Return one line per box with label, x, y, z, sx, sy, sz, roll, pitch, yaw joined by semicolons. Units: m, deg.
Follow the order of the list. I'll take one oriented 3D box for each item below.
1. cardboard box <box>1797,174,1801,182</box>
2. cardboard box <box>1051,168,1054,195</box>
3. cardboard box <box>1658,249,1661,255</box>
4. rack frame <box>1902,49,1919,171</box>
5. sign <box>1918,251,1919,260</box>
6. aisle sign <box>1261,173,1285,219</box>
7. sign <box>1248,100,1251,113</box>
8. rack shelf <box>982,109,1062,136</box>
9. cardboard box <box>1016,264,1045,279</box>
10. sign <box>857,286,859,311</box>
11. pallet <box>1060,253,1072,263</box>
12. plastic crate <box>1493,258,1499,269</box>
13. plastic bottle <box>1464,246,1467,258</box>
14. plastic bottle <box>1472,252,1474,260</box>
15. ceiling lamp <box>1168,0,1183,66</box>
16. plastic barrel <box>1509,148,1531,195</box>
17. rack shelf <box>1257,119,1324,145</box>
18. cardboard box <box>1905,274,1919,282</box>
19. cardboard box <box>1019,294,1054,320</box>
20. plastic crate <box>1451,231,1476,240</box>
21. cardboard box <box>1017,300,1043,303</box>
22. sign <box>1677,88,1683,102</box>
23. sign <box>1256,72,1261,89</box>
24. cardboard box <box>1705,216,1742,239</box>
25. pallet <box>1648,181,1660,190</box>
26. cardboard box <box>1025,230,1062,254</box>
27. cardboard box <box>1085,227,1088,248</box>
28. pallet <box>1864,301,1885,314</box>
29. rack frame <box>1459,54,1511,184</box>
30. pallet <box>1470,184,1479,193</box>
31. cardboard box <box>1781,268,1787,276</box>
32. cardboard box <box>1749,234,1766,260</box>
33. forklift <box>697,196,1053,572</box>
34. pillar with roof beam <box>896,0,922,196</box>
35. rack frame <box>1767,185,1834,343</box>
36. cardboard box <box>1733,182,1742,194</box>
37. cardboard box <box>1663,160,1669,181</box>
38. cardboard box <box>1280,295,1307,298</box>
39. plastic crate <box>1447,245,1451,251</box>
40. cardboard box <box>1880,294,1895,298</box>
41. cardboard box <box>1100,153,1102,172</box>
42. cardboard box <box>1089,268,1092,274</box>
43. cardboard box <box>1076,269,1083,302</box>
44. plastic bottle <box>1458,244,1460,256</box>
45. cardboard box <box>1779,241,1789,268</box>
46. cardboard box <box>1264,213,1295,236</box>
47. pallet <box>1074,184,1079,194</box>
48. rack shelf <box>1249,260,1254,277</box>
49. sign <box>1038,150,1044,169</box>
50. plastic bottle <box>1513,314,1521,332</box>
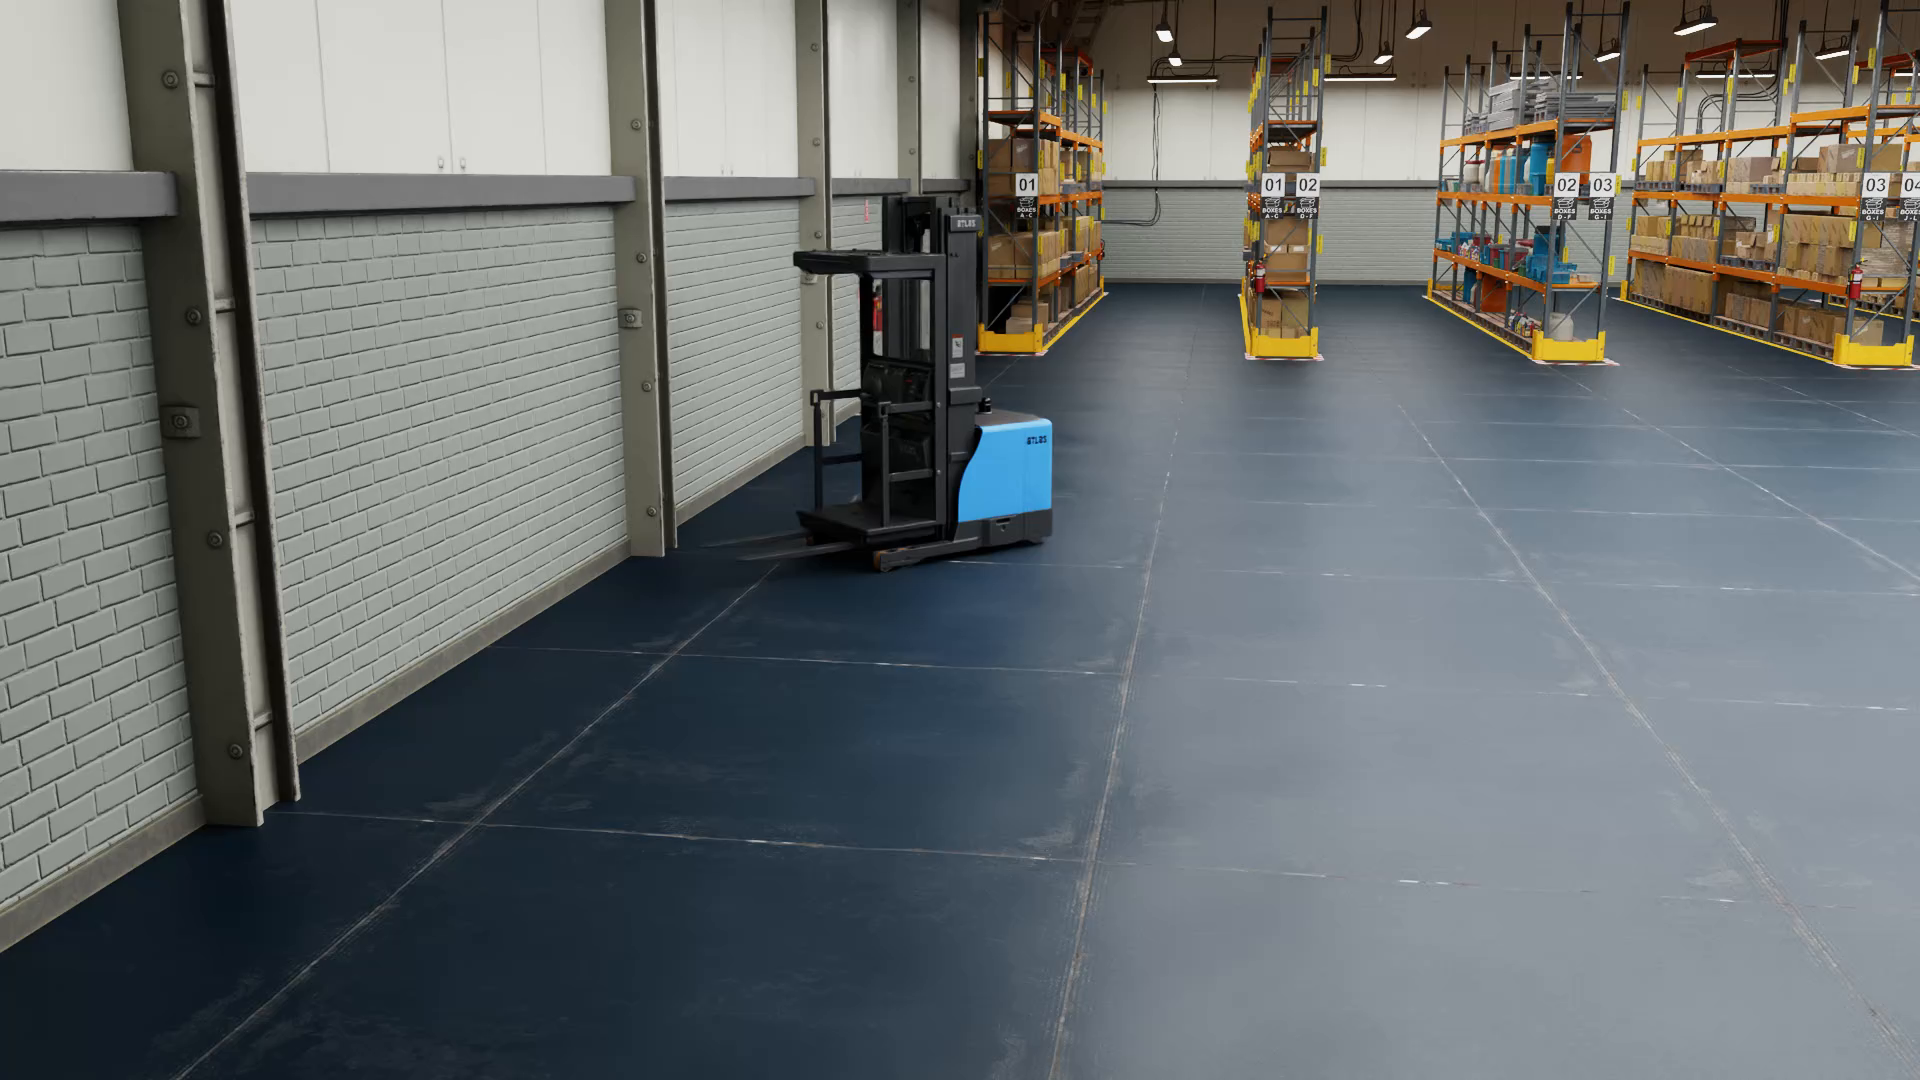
cardboard box;15.886;-6.770;31.079;0.380;0.149;0.250;1;12;6
cardboard box;1.559;-6.970;32.309;0.500;0.500;0.500;1;12;6
cardboard box;17.246;-7.021;40.550;0.380;0.149;0.250;2;12;8
rack frame;22.330;-9.714;38.208;1.000;3.000;0.127;2;12;9
sign;16.135;-4.871;27.920;0.100;0.325;0.005;2;12;9
aisle sign;5.511;-6.054;29.292;0.394;0.787;0.004;2;12;9
sign;7.735;-11.563;44.383;0.100;0.325;0.005;2;12;9
rack shelf;1.223;-7.942;31.702;1.077;0.370;4.000;2;12;9
cardboard box;1.304;-4.974;30.764;0.500;0.250;0.500;2;12;7
sign;-1.359;-3.264;22.434;0.001;0.329;0.234;2;12;9
pallet;1.882;-6.105;36.156;1.003;0.211;1.213;2;12;9
plastic crate;11.309;-5.726;34.448;0.450;0.188;0.662;2;12;9
plastic bottle;11.960;-6.786;39.157;0.152;0.276;0.135;2;12;9
plastic bottle;11.737;-6.485;37.936;0.097;0.201;0.097;0;12;0
ceiling lamp;5.405;-12.966;39.443;0.800;3.185;2.000;2;12;9
plastic barrel;11.184;-7.283;32.856;0.600;0.901;0.708;2;12;9
rack shelf;6.118;-7.589;31.003;1.077;0.370;4.000;2;12;9
cardboard box;21.955;-5.986;38.306;0.500;0.250;0.500;1;12;6
cardboard box;1.627;-4.926;35.121;0.700;0.500;0.500;2;12;11
plastic crate;13.298;-7.927;43.930;0.616;0.435;0.499;2;12;9
cardboard box;1.411;-4.555;33.399;0.500;0.500;0.500;1;12;4
sign;16.900;-10.453;39.044;0.100;0.325;0.005;2;12;9
sign;5.888;-9.063;32.780;0.100;0.325;0.005;2;12;9
cardboard box;17.060;-6.957;37.036;0.797;0.503;0.637;2;12;10
pallet;17.770;-8.809;41.341;1.003;0.211;1.213;2;12;9
cardboard box;1.806;-6.402;35.799;0.700;0.500;0.500;4;13;16
cardboard box;2.870;-7.438;40.896;0.500;0.500;0.500;2;12;9
pallet;22.398;-5.559;39.788;1.003;0.211;1.213;2;12;9
rack frame;12.550;-10.056;39.796;1.000;3.000;0.127;2;12;9
pallet;12.355;-8.095;38.264;1.003;0.211;1.213;2;12;9
cardboard box;15.832;-5.088;31.581;0.380;0.149;0.250;2;12;9
cardboard box;16.389;-5.917;33.589;0.797;0.503;0.637;3;13;14
forklift;-0.684;-1.304;13.588;3.031;2.935;1.130;-9;15;-36
pillar with roof beam;3.499;-6.665;24.058;9.100;9.000;0.400;2;12;9
rack frame;16.214;-5.298;31.956;1.000;3.000;0.127;2;12;9
cardboard box;16.426;-7.327;34.608;0.500;0.250;0.500;2;12;10
cardboard box;17.592;-9.009;40.586;0.700;0.500;0.500;3;12;12
cardboard box;6.252;-4.328;31.204;0.500;0.500;0.500;2;12;9
plastic crate;12.521;-7.396;42.177;0.293;0.136;0.466;2;12;9
cardboard box;22.064;-5.814;39.417;0.380;0.149;0.250;2;12;10
cardboard box;3.533;-10.130;44.599;0.500;0.500;0.500;2;12;8
cardboard box;3.210;-6.963;43.079;0.380;0.149;0.250;2;12;11
cardboard box;2.530;-6.097;39.772;0.750;0.750;0.750;2;12;8
plastic bottle;12.072;-7.004;40.150;0.061;0.283;0.133;2;12;9
cardboard box;16.084;-5.400;31.489;0.875;0.500;0.500;2;12;9
cardboard box;6.288;-6.105;32.384;0.700;0.500;0.500;2;12;9
pallet;1.887;-7.495;35.477;1.213;0.211;1.003;2;12;9
rack shelf;6.734;-5.684;35.457;1.077;0.370;4.000;2;12;9
sign;1.452;-6.823;29.837;0.100;0.325;0.005;2;12;9
plastic bottle;10.757;-4.185;32.034;0.144;0.351;0.185;1;12;6
